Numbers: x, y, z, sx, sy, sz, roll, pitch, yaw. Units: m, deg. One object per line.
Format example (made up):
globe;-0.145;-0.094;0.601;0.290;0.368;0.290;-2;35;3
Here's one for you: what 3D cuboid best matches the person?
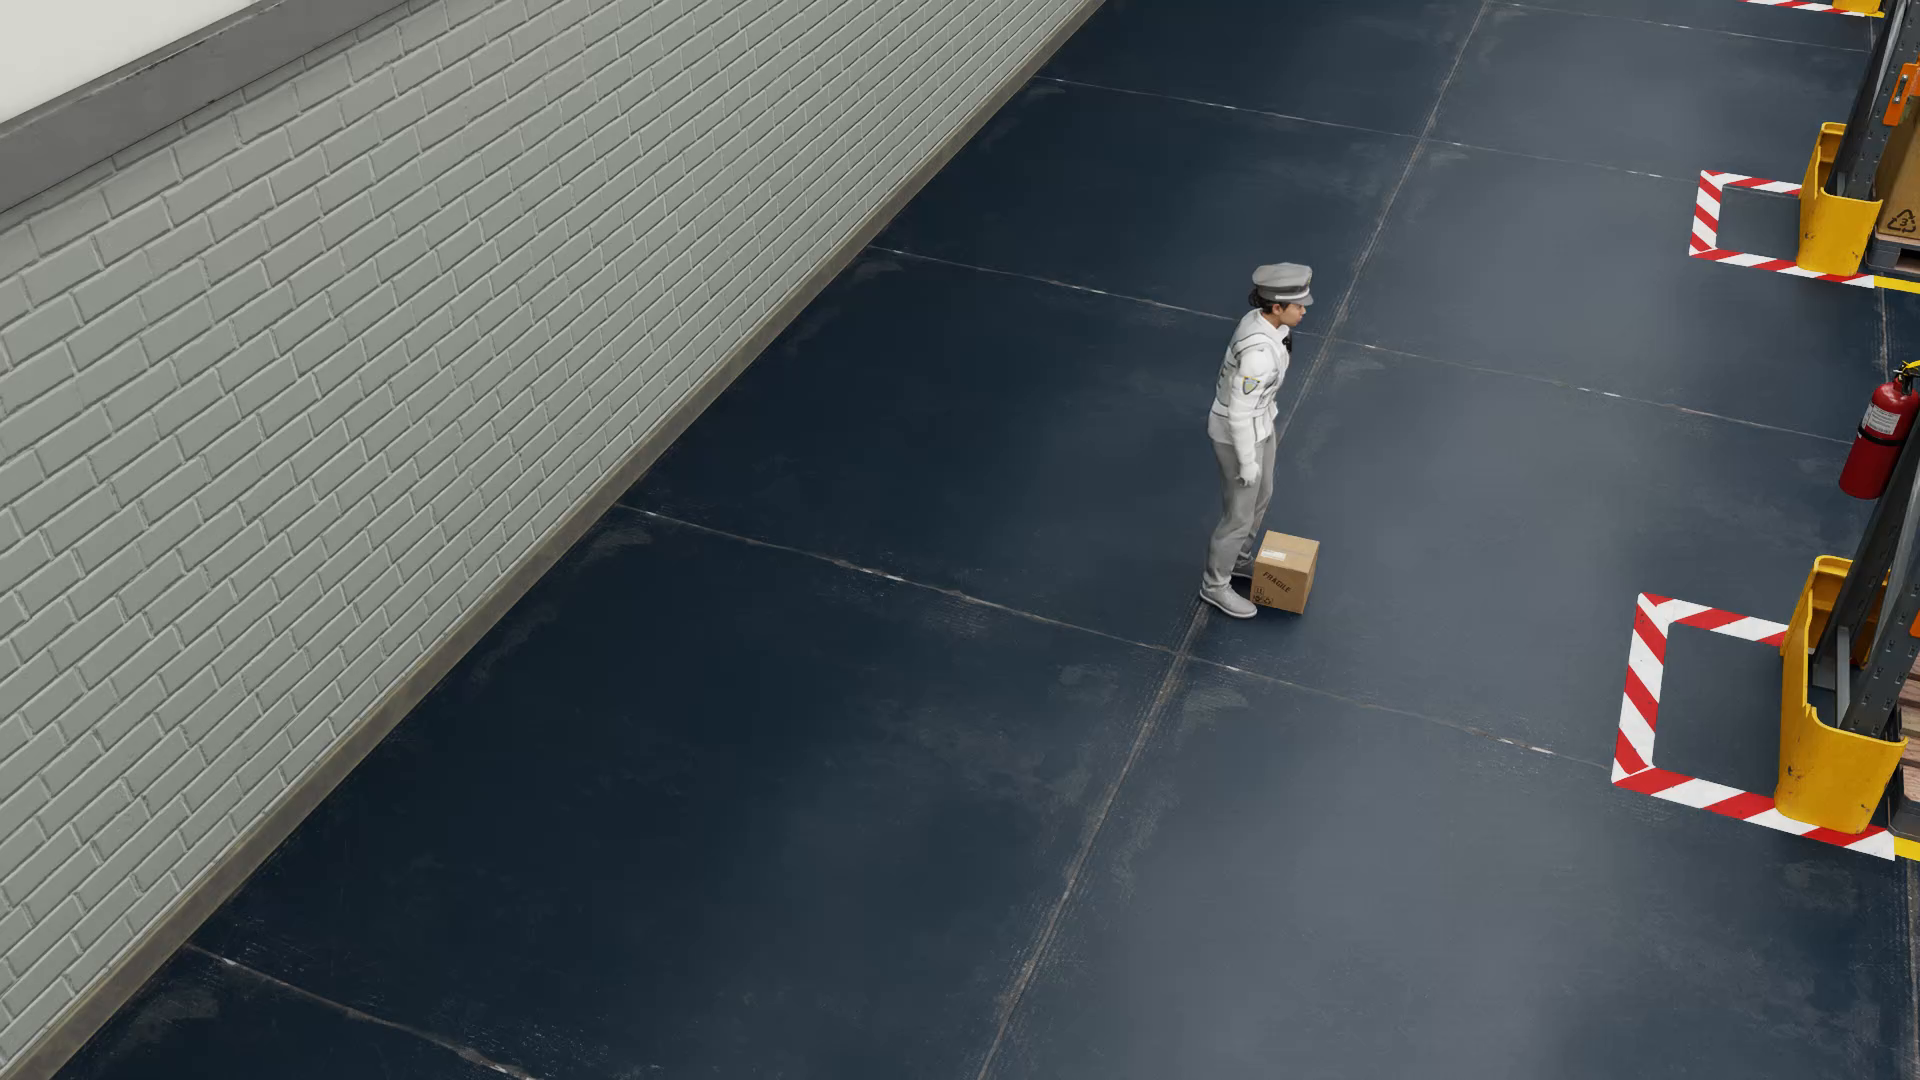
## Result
person;1.313;-0.463;7.412;0.410;1.666;0.547;12;39;15
